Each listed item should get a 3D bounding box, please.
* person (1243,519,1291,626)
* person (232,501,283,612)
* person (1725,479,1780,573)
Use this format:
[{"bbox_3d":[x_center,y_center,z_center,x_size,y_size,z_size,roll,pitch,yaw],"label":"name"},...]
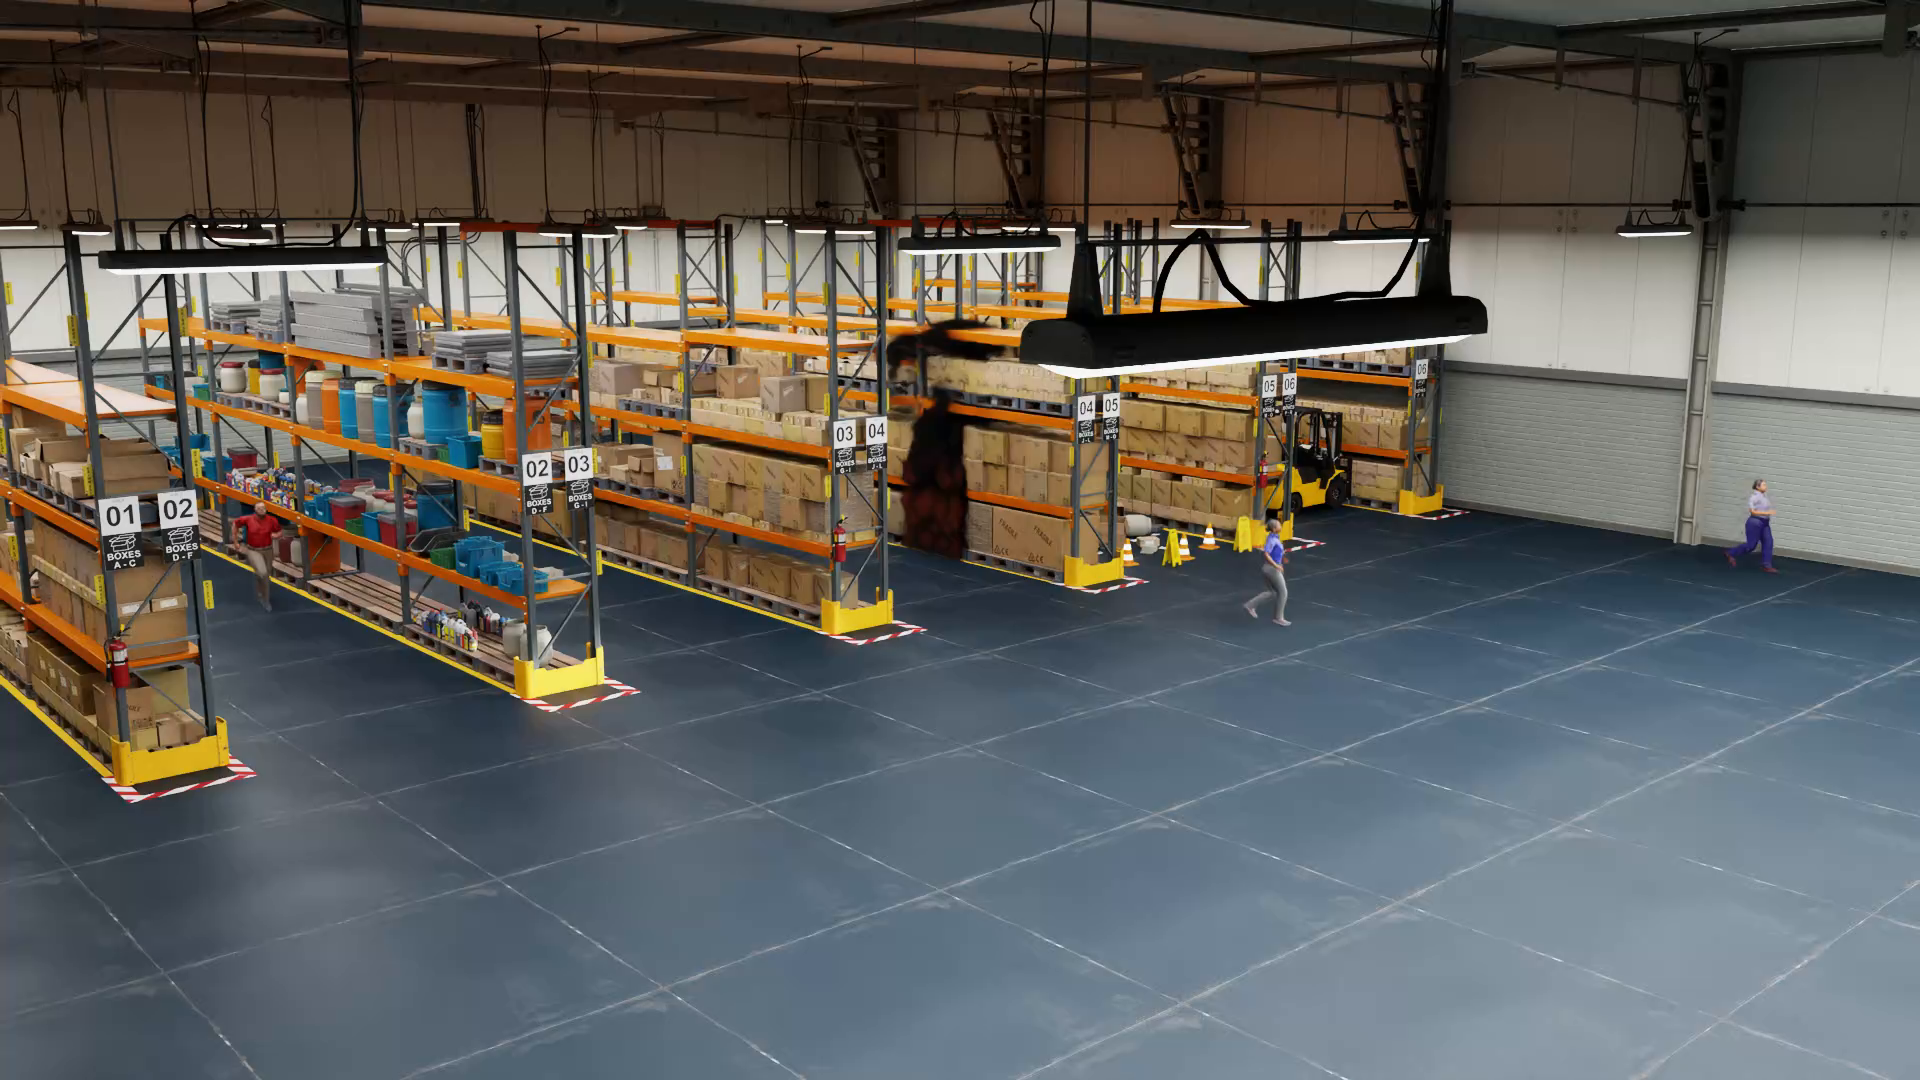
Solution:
[{"bbox_3d":[4.712,0.491,25.325,0.726,1.651,0.585,0,11,2],"label":"person"},{"bbox_3d":[-11.111,0.243,26.403,0.686,1.778,0.875,-10,15,-40],"label":"person"},{"bbox_3d":[13.894,-0.263,29.007,0.616,1.622,0.900,-11,16,-43],"label":"person"}]
